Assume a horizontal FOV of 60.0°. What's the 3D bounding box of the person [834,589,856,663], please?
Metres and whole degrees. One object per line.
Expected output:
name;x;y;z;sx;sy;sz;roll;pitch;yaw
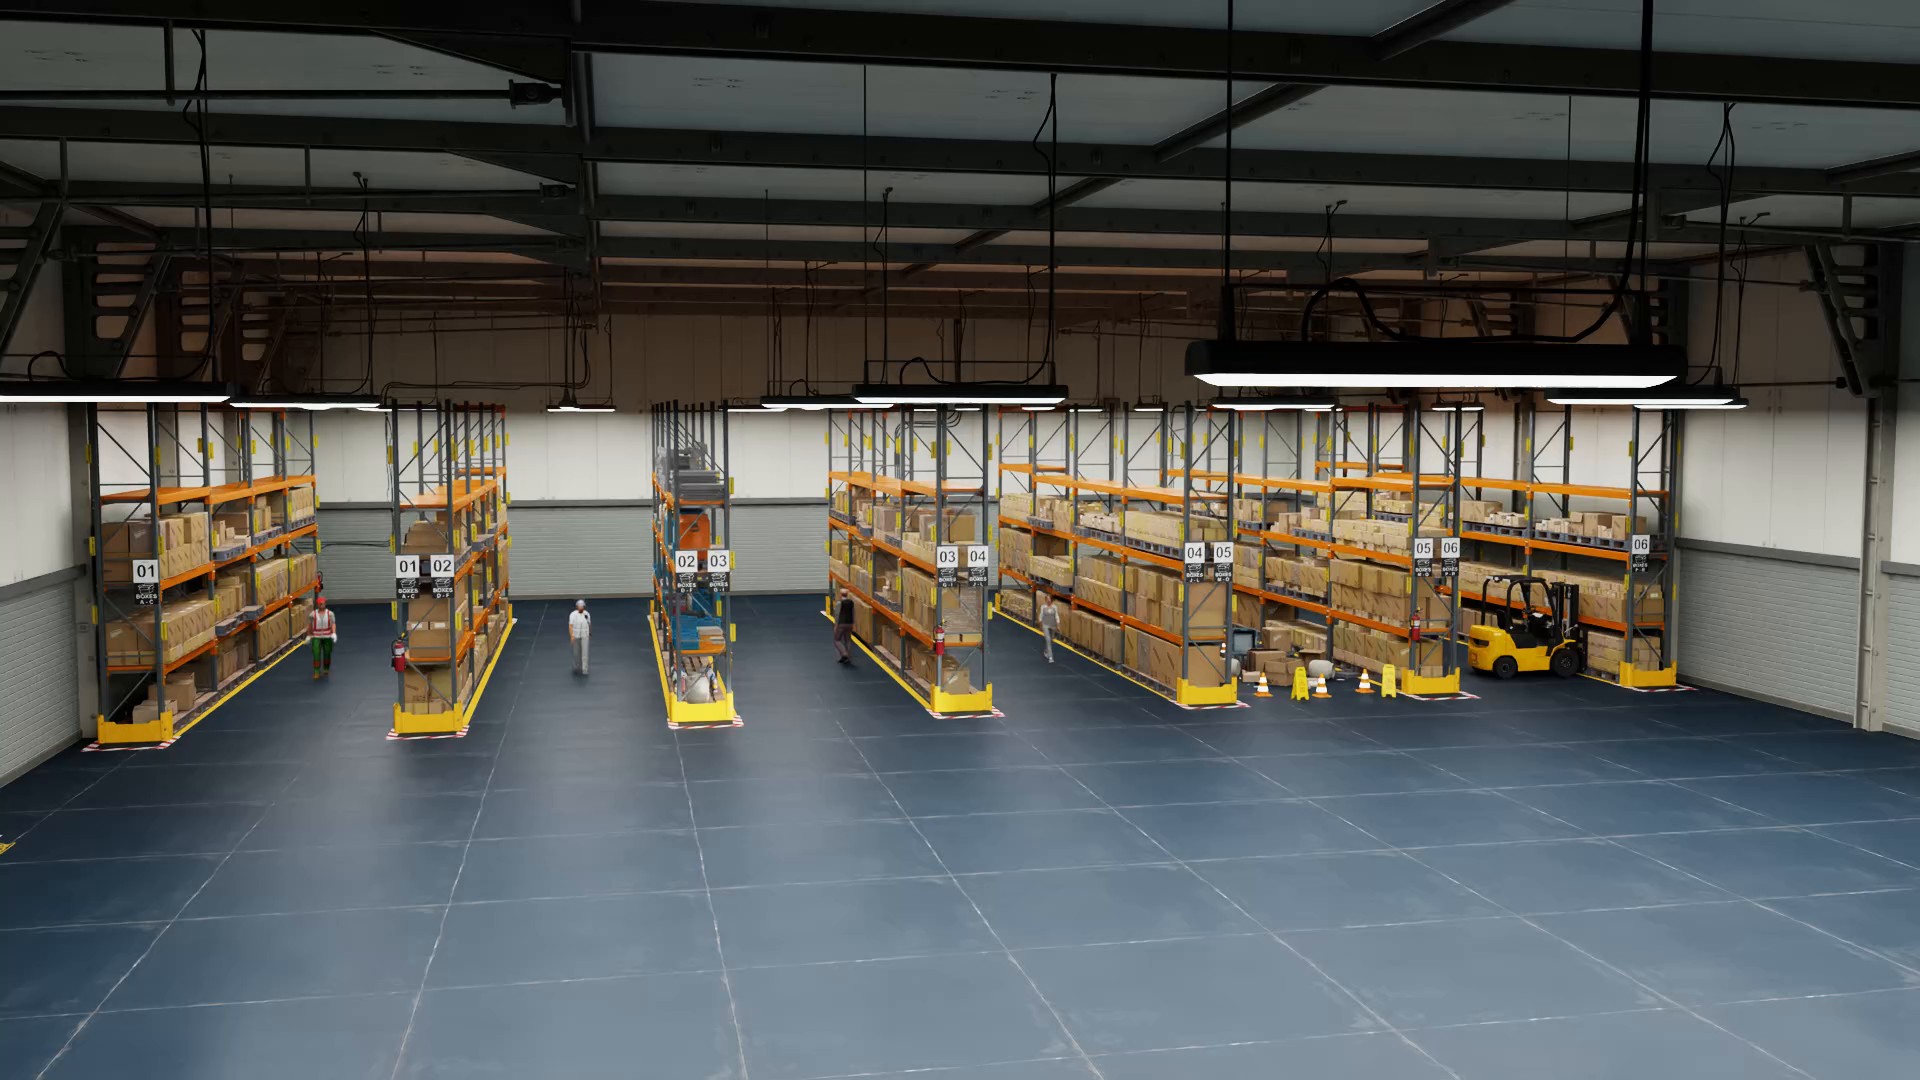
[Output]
person;-2.629;1.981;38.230;0.560;1.724;0.465;-3;5;-38

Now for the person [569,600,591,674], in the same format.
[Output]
person;-8.406;2.128;36.808;0.481;1.603;1.043;-1;4;-13

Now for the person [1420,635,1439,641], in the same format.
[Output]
person;10.922;2.029;38.535;0.526;1.681;0.381;-3;5;-37

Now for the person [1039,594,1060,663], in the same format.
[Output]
person;2.075;2.023;38.625;0.418;1.538;0.971;-1;4;-13

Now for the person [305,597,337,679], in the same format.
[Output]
person;-13.864;2.107;36.071;0.645;1.721;1.050;-2;5;-21
